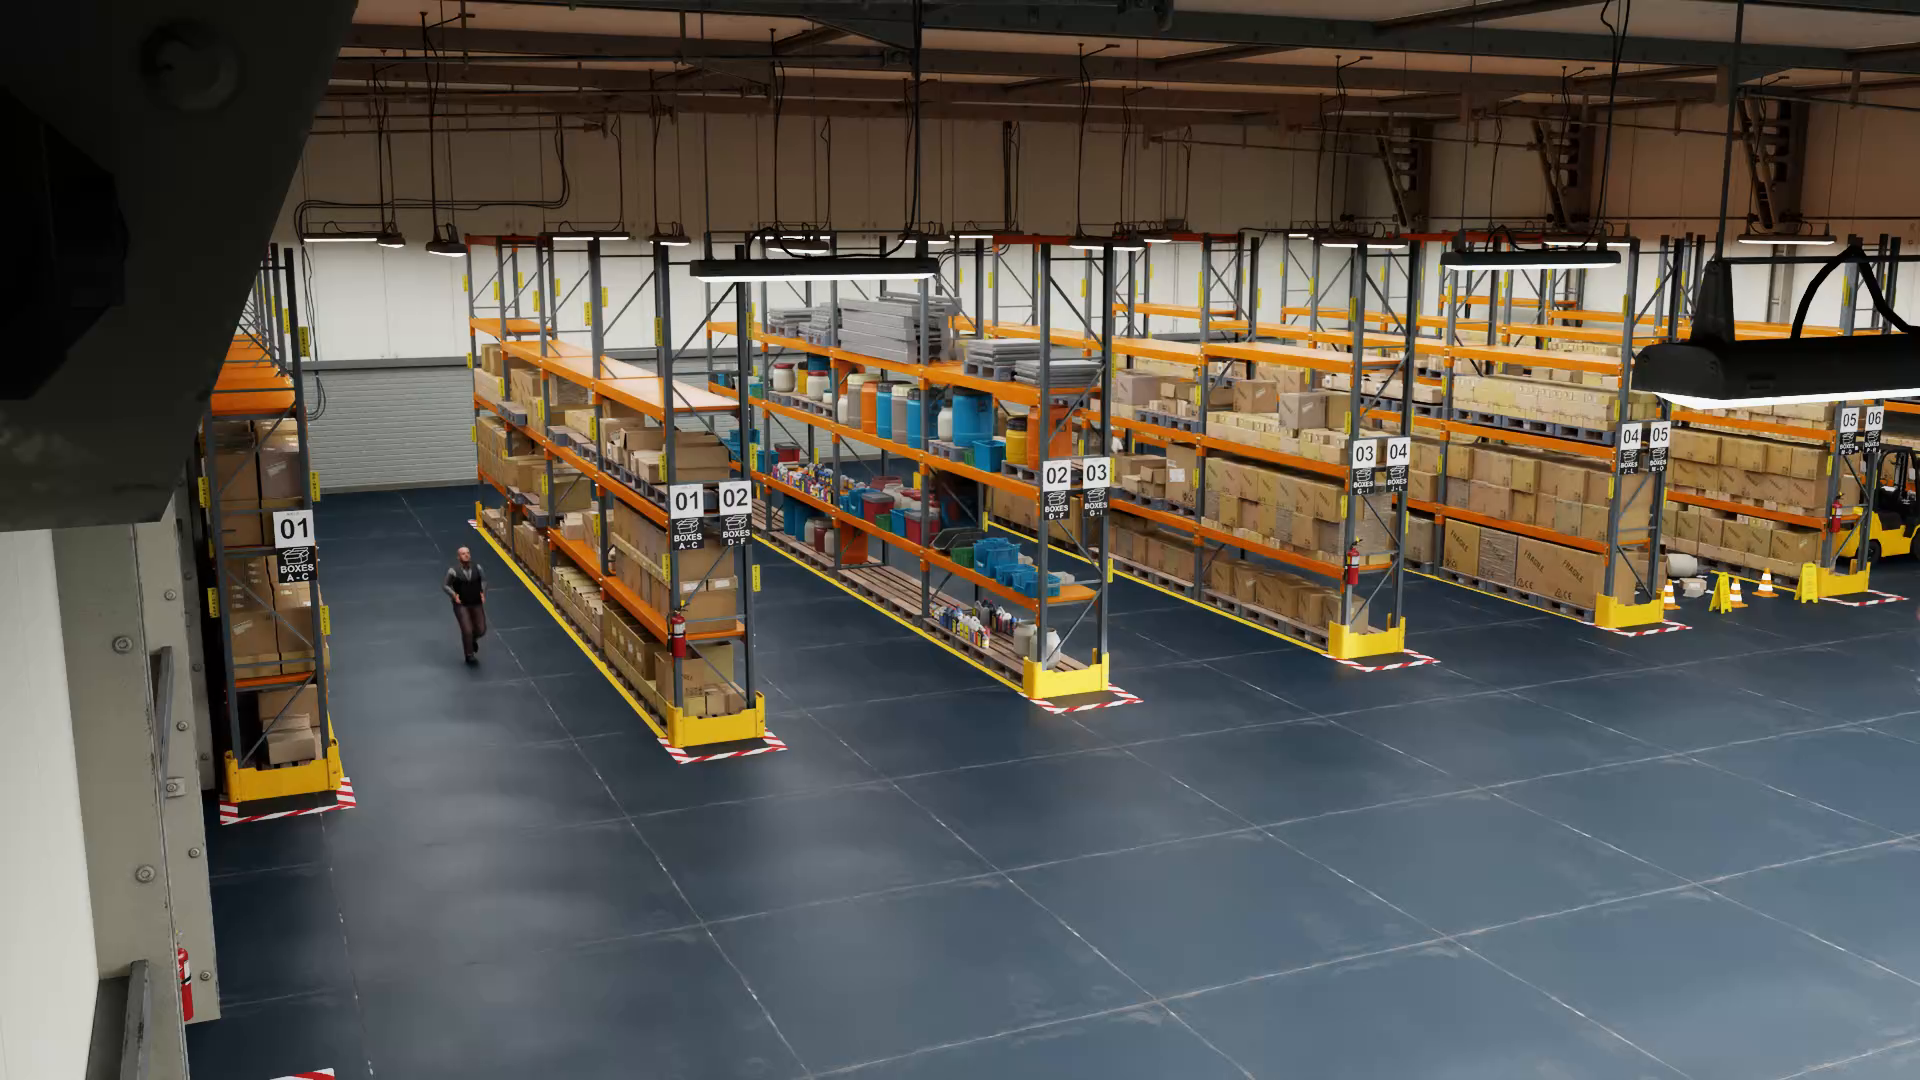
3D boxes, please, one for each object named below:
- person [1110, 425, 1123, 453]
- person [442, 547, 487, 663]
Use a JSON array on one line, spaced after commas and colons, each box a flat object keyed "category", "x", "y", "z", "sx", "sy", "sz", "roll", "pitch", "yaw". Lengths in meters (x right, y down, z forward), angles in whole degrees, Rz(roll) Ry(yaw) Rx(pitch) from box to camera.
[{"category": "person", "x": 3.366, "y": -1.754, "z": 37.774, "sx": 0.742, "sy": 1.721, "sz": 0.653, "roll": -3, "pitch": 11, "yaw": -17}, {"category": "person", "x": -7.093, "y": 0.929, "z": 23.945, "sx": 0.657, "sy": 1.670, "sz": 0.609, "roll": -7, "pitch": 13, "yaw": -32}]
